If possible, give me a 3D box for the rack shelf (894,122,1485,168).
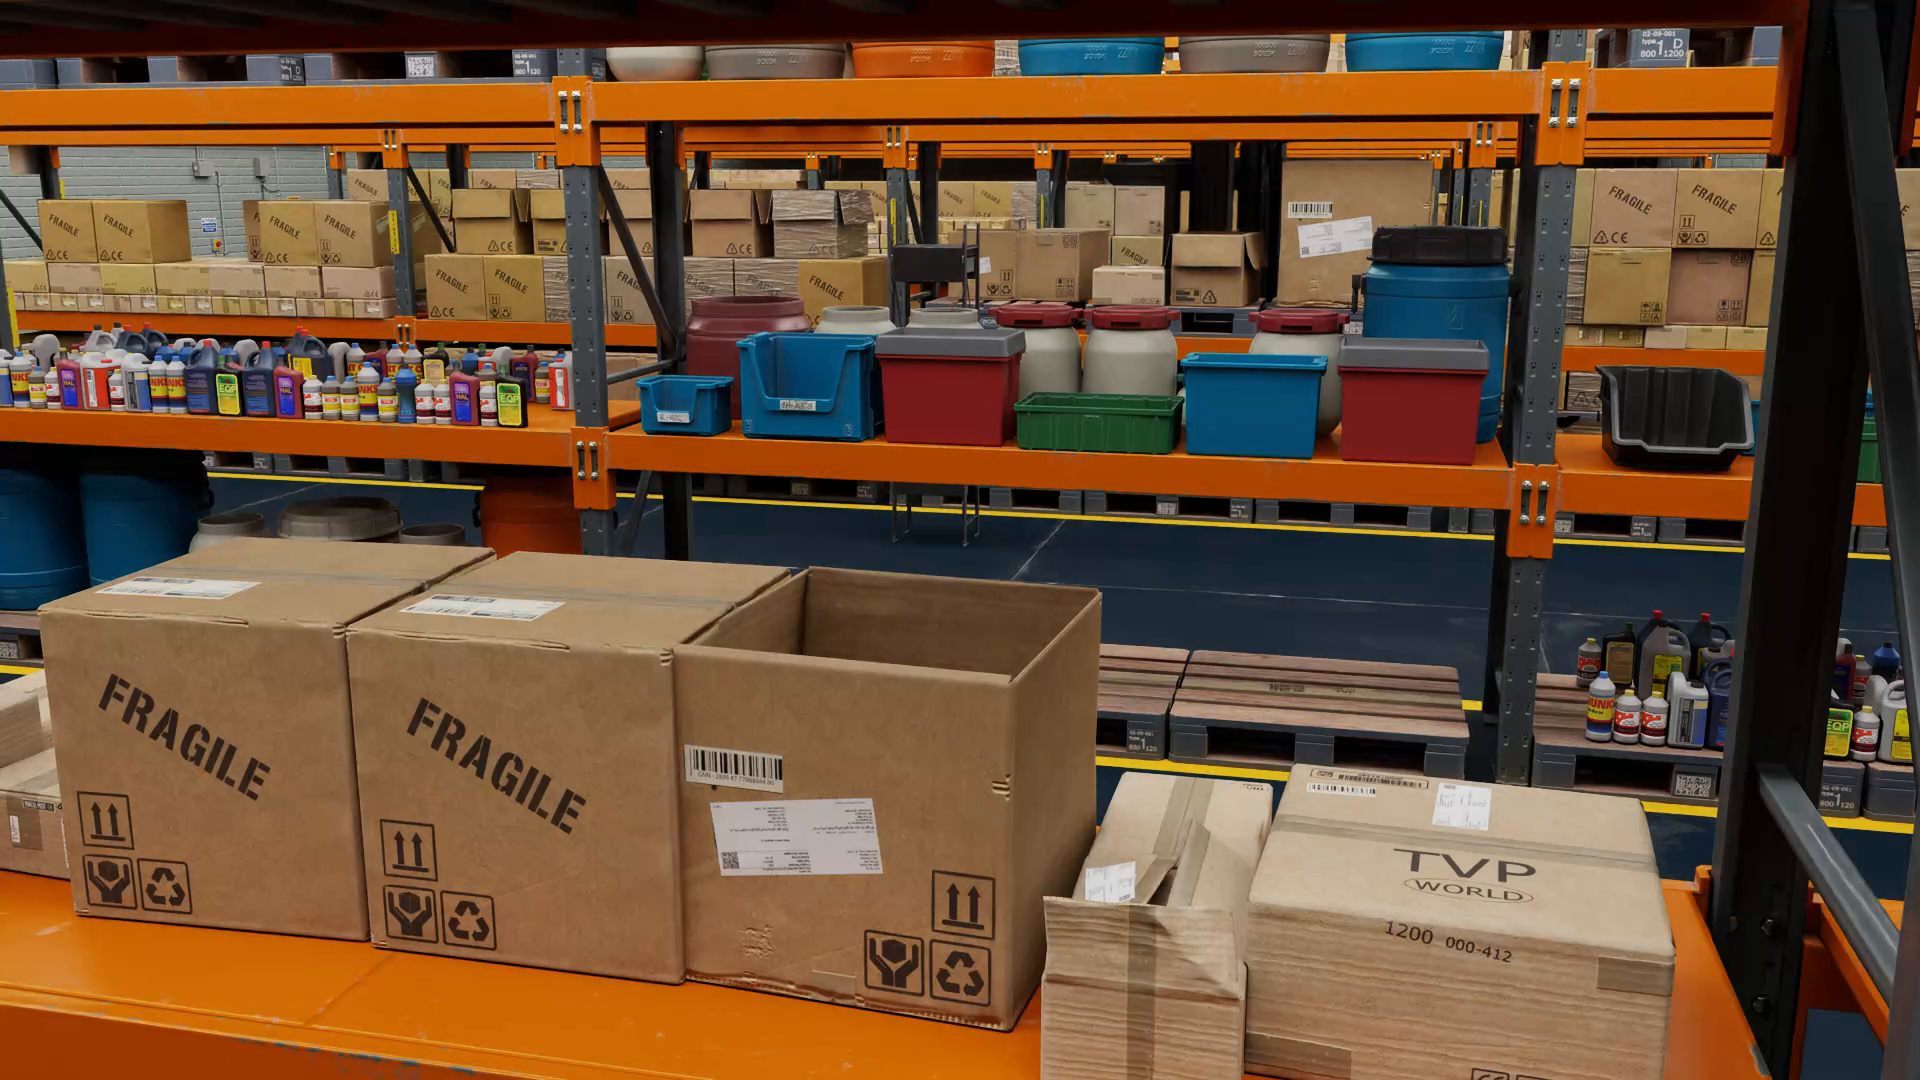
[{"bbox_3d":[1.597,-2.828,11.788,4.000,0.370,1.077,3,13,14],"label":"rack shelf"}]

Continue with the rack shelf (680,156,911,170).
[{"bbox_3d":[-2.610,-6.371,27.758,4.000,0.370,1.077,3,13,14],"label":"rack shelf"}]

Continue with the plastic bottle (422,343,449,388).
[{"bbox_3d":[-2.667,-0.863,8.466,0.133,0.283,0.061,3,13,14],"label":"plastic bottle"}]

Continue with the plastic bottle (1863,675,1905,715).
[{"bbox_3d":[3.643,0.674,6.541,0.135,0.276,0.152,3,13,14],"label":"plastic bottle"}]

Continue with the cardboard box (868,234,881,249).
[{"bbox_3d":[-0.900,-3.080,17.114,0.250,0.149,0.380,3,13,15],"label":"cardboard box"}]

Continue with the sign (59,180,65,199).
[{"bbox_3d":[-7.969,-3.028,14.734,0.005,0.325,0.100,3,13,14],"label":"sign"}]

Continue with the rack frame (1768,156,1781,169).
[{"bbox_3d":[9.796,-3.487,20.025,0.127,3.000,1.000,3,13,14],"label":"rack frame"}]

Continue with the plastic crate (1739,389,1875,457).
[{"bbox_3d":[3.491,-0.496,6.888,0.616,0.251,0.499,3,13,14],"label":"plastic crate"}]

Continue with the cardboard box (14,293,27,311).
[{"bbox_3d":[-7.847,-2.023,14.006,0.250,0.149,0.380,3,13,14],"label":"cardboard box"}]

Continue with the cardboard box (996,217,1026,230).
[{"bbox_3d":[0.535,-3.294,17.391,0.250,0.149,0.380,3,13,14],"label":"cardboard box"}]

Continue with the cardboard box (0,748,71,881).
[{"bbox_3d":[-1.471,0.442,2.897,0.250,0.149,0.380,4,13,18],"label":"cardboard box"}]

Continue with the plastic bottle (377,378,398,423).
[{"bbox_3d":[-2.642,-0.648,7.687,0.097,0.201,0.097,0,13,0],"label":"plastic bottle"}]

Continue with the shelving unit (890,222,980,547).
[{"bbox_3d":[-0.161,-1.034,11.045,0.503,2.100,0.431,3,13,14],"label":"shelving unit"}]

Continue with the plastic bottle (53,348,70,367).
[{"bbox_3d":[-4.836,-0.934,8.979,0.097,0.201,0.097,0,13,0],"label":"plastic bottle"}]

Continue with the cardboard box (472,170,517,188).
[{"bbox_3d":[-4.967,-3.792,18.173,0.500,0.500,0.500,3,13,12],"label":"cardboard box"}]

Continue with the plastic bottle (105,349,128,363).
[{"bbox_3d":[-4.122,-0.803,8.216,0.135,0.276,0.152,3,13,14],"label":"plastic bottle"}]

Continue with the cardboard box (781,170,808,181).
[{"bbox_3d":[-2.229,-4.912,22.413,0.250,0.149,0.380,3,13,12],"label":"cardboard box"}]

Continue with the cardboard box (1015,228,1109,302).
[{"bbox_3d":[0.755,-2.044,12.323,0.500,0.500,0.700,5,13,22],"label":"cardboard box"}]

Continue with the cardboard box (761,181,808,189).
[{"bbox_3d":[-2.379,-4.613,22.561,0.500,0.500,0.500,3,13,13],"label":"cardboard box"}]

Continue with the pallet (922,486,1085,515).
[{"bbox_3d":[0.413,-0.416,12.621,1.213,0.211,1.003,3,13,14],"label":"pallet"}]

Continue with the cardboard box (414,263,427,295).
[{"bbox_3d":[-4.622,-2.177,13.781,0.500,0.250,0.500,3,13,13],"label":"cardboard box"}]

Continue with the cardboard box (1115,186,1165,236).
[{"bbox_3d":[1.866,-3.342,16.830,0.500,0.500,0.700,3,13,13],"label":"cardboard box"}]

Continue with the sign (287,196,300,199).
[{"bbox_3d":[-10.787,-5.441,26.928,0.001,0.242,0.339,3,13,14],"label":"sign"}]

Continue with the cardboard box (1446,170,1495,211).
[{"bbox_3d":[6.288,-4.308,20.501,0.500,0.500,0.700,3,13,13],"label":"cardboard box"}]

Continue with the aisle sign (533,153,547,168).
[{"bbox_3d":[-5.877,-5.529,23.228,0.004,0.787,0.394,3,13,14],"label":"aisle sign"}]

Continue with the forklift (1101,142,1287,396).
[{"bbox_3d":[1.831,-2.070,13.798,3.031,2.935,1.130,11,17,42],"label":"forklift"}]

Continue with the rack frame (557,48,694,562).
[{"bbox_3d":[-1.532,-0.777,7.809,0.127,3.000,1.000,3,13,14],"label":"rack frame"}]

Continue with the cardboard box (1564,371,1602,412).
[{"bbox_3d":[6.295,-1.723,16.009,0.875,0.875,0.875,3,13,14],"label":"cardboard box"}]

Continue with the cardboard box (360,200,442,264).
[{"bbox_3d":[-4.632,-2.542,13.696,0.500,0.500,0.500,3,13,14],"label":"cardboard box"}]

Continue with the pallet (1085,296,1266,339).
[{"bbox_3d":[1.587,-1.630,12.100,1.213,0.211,1.003,3,13,14],"label":"pallet"}]

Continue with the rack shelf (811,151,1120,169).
[{"bbox_3d":[0.088,-5.119,22.117,4.000,0.370,1.077,3,13,14],"label":"rack shelf"}]

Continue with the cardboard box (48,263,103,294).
[{"bbox_3d":[-7.205,-2.198,13.875,0.500,0.250,0.500,3,13,13],"label":"cardboard box"}]

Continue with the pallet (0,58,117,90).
[{"bbox_3d":[-4.631,-2.336,8.349,1.003,0.211,1.213,3,13,14],"label":"pallet"}]

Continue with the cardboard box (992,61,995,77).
[{"bbox_3d":[0.050,-3.497,11.760,0.500,0.500,0.500,3,13,14],"label":"cardboard box"}]

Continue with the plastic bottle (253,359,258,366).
[{"bbox_3d":[-3.636,-0.870,8.690,0.097,0.201,0.097,0,13,0],"label":"plastic bottle"}]

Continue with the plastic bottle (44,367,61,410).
[{"bbox_3d":[-4.407,-0.742,8.112,0.097,0.201,0.097,0,13,0],"label":"plastic bottle"}]

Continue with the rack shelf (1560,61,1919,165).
[{"bbox_3d":[4.293,-1.578,6.158,4.000,0.370,1.077,3,13,14],"label":"rack shelf"}]

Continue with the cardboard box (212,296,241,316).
[{"bbox_3d":[-5.851,-1.917,13.527,0.250,0.149,0.380,3,13,13],"label":"cardboard box"}]

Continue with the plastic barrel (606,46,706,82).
[{"bbox_3d":[-1.304,-2.215,7.109,0.421,0.512,0.421,0,13,0],"label":"plastic barrel"}]

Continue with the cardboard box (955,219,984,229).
[{"bbox_3d":[0.112,-3.171,16.839,0.250,0.149,0.380,3,13,13],"label":"cardboard box"}]

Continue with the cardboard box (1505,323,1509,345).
[{"bbox_3d":[3.675,-1.414,11.259,0.250,0.149,0.380,3,13,14],"label":"cardboard box"}]

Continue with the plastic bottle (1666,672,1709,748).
[{"bbox_3d":[2.876,0.666,6.581,0.135,0.276,0.152,4,13,16],"label":"plastic bottle"}]

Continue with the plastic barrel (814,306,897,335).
[{"bbox_3d":[-0.482,-0.823,7.758,0.421,0.512,0.421,0,13,0],"label":"plastic barrel"}]

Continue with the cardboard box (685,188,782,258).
[{"bbox_3d":[-1.683,-2.432,12.725,0.637,0.503,0.797,3,13,15],"label":"cardboard box"}]

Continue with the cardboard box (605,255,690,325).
[{"bbox_3d":[-2.365,-1.920,12.733,0.500,0.500,0.500,3,13,15],"label":"cardboard box"}]

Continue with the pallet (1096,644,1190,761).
[{"bbox_3d":[0.392,0.697,7.605,1.213,0.211,1.003,3,13,14],"label":"pallet"}]

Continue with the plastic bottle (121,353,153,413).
[{"bbox_3d":[-3.933,-0.759,8.018,0.135,0.276,0.152,3,13,14],"label":"plastic bottle"}]

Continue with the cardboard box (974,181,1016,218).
[{"bbox_3d":[0.484,-4.463,21.885,0.500,0.500,0.500,3,13,14],"label":"cardboard box"}]

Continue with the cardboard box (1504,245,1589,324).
[{"bbox_3d":[3.960,-1.768,11.361,0.500,0.500,0.875,3,13,14],"label":"cardboard box"}]

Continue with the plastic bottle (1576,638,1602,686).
[{"bbox_3d":[2.779,0.536,7.339,0.097,0.201,0.097,0,13,0],"label":"plastic bottle"}]

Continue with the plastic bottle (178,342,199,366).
[{"bbox_3d":[-3.992,-0.890,8.615,0.097,0.271,0.097,0,13,0],"label":"plastic bottle"}]

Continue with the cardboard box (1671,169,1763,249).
[{"bbox_3d":[4.885,-2.164,10.837,0.500,0.500,0.500,3,13,14],"label":"cardboard box"}]
